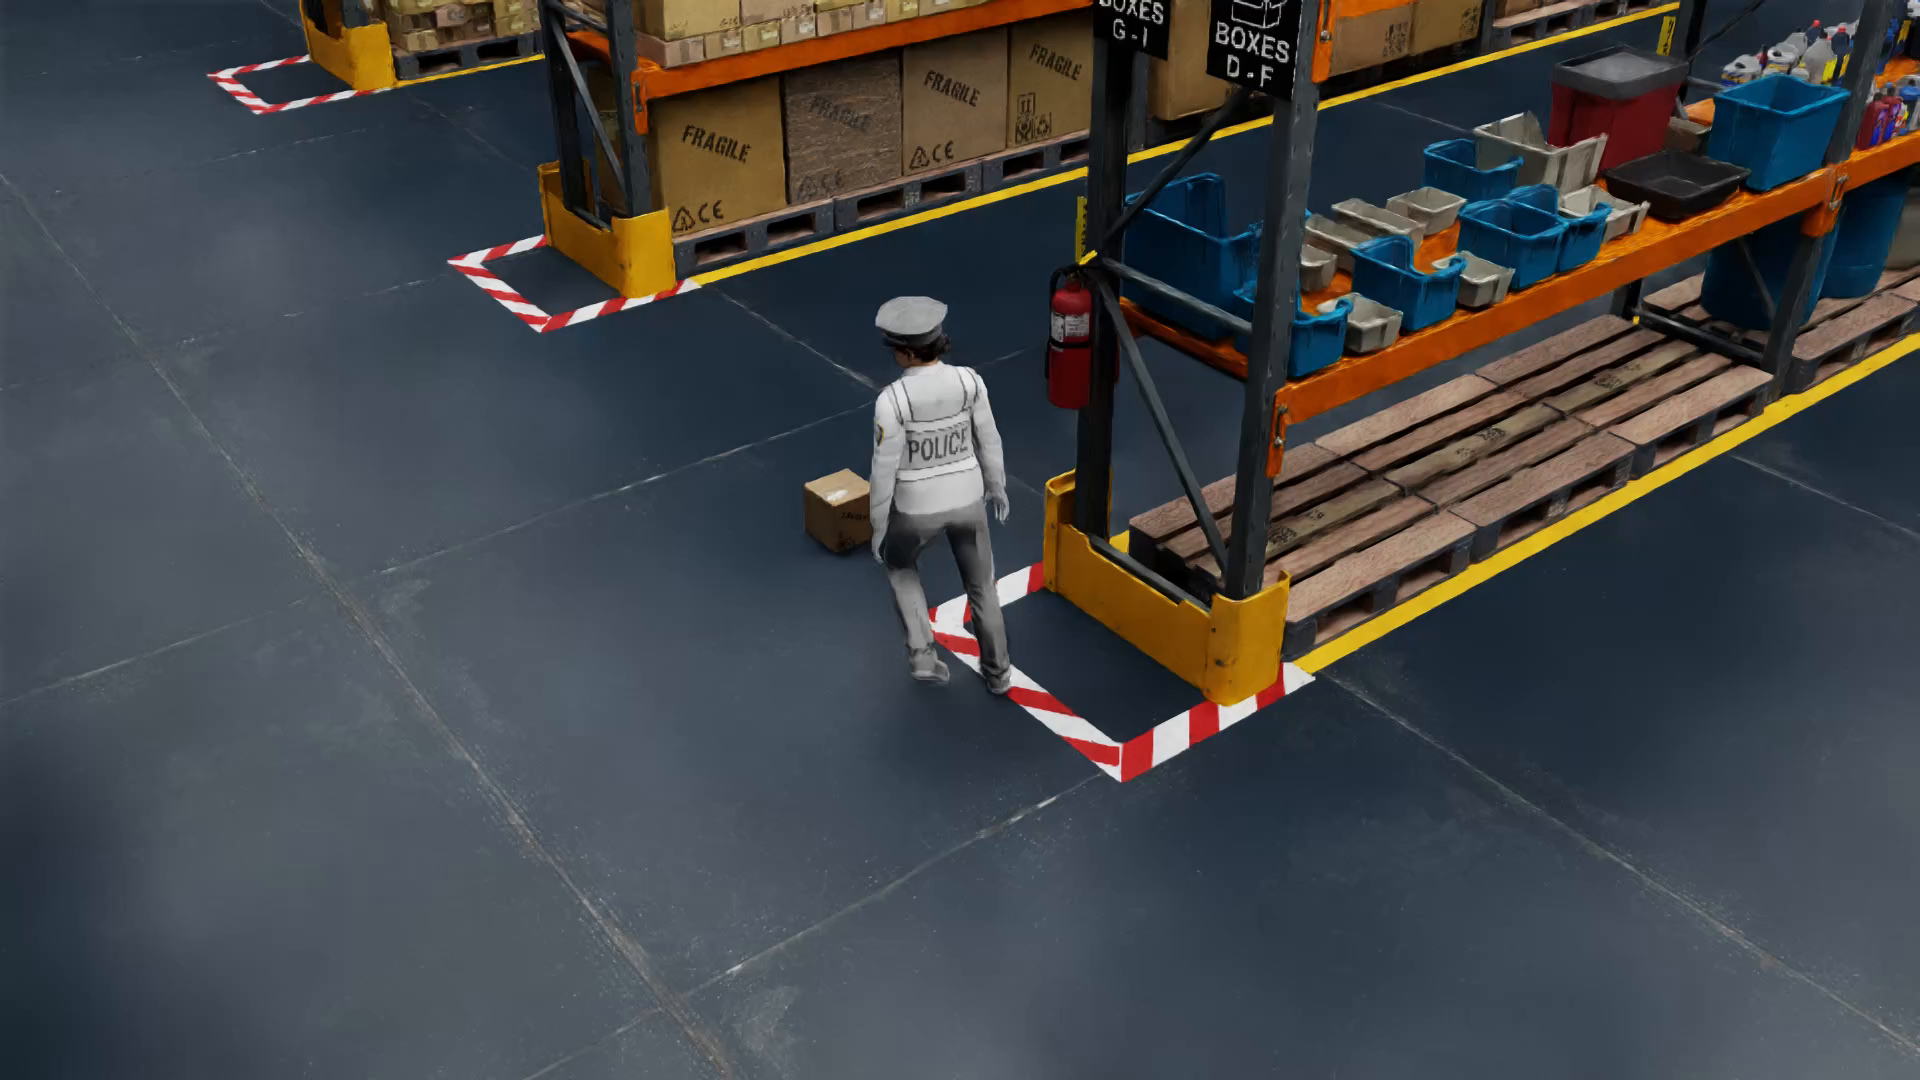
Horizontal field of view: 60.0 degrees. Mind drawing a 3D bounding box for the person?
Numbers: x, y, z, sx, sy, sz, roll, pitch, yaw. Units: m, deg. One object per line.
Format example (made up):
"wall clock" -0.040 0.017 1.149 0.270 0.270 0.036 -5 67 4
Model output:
"person" -0.069 -0.120 6.323 0.583 1.640 0.452 -9 33 -14
